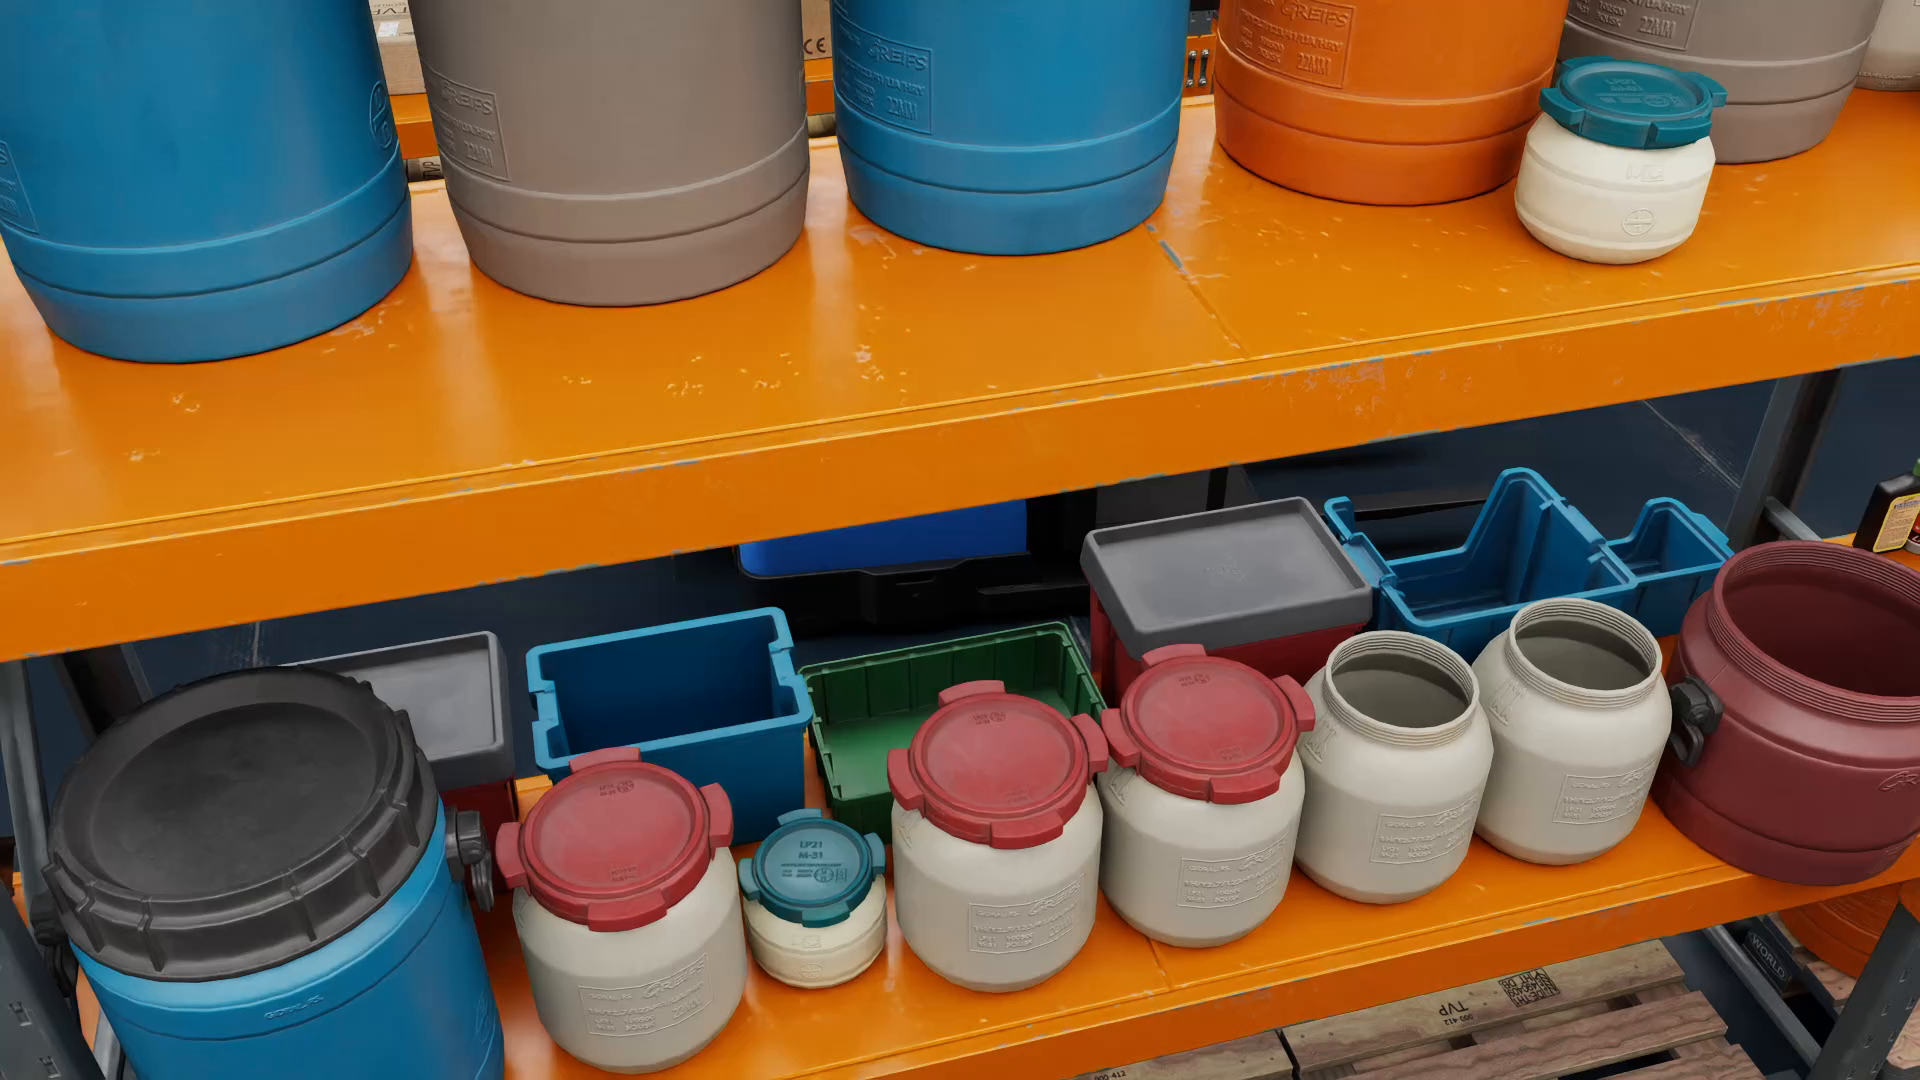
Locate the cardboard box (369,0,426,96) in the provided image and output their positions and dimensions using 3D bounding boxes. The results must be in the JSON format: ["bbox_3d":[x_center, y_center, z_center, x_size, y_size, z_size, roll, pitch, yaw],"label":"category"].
[{"bbox_3d":[-2.439,-2.139,7.201,0.500,0.250,0.500,-7,38,-9],"label":"cardboard box"}]

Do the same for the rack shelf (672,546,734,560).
[{"bbox_3d":[-1.018,-0.099,6.490,0.240,0.259,0.215,-5,38,-7],"label":"rack shelf"}]

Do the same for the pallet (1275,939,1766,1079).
[{"bbox_3d":[1.489,1.385,4.766,1.213,0.211,1.003,-9,38,-12],"label":"pallet"}]

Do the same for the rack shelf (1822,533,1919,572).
[{"bbox_3d":[4.177,0.146,4.682,4.000,0.370,1.077,-9,38,-12],"label":"rack shelf"}]

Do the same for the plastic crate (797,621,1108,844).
[{"bbox_3d":[-0.007,0.454,3.863,0.662,0.188,0.450,-9,38,-12],"label":"plastic crate"}]

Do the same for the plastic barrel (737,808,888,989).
[{"bbox_3d":[-0.297,0.746,3.420,0.301,0.262,0.301,0,37,0],"label":"plastic barrel"}]

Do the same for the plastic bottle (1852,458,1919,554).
[{"bbox_3d":[2.526,-0.091,4.496,0.133,0.283,0.061,-9,38,-12],"label":"plastic bottle"}]

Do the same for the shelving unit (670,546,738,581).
[{"bbox_3d":[-1.018,-0.328,6.315,0.252,1.050,0.215,-5,38,-7],"label":"shelving unit"}]

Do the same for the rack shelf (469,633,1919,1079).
[{"bbox_3d":[0.316,0.780,3.854,4.000,0.370,1.077,-9,38,-12],"label":"rack shelf"}]

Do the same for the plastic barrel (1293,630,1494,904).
[{"bbox_3d":[0.902,0.488,3.551,0.421,0.512,0.421,0,37,0],"label":"plastic barrel"}]

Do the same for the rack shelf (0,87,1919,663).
[{"bbox_3d":[0.316,-0.412,2.942,4.000,0.370,1.077,-9,38,-12],"label":"rack shelf"}]

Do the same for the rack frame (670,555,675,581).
[{"bbox_3d":[-1.138,-0.317,6.300,0.008,1.050,0.200,-5,38,-7],"label":"rack frame"}]

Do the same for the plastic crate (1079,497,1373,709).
[{"bbox_3d":[0.607,0.228,3.930,0.583,0.464,0.402,-9,38,-12],"label":"plastic crate"}]

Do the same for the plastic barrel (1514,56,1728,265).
[{"bbox_3d":[1.080,-0.621,2.738,0.301,0.262,0.301,0,37,0],"label":"plastic barrel"}]

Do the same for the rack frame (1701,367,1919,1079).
[{"bbox_3d":[2.247,0.177,4.049,0.127,3.000,1.000,-9,38,-12],"label":"rack frame"}]

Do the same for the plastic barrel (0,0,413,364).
[{"bbox_3d":[-1.181,-0.787,2.429,0.708,0.901,0.600,-9,38,-12],"label":"plastic barrel"}]

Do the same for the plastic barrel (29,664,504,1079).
[{"bbox_3d":[-1.163,0.728,2.916,0.708,0.901,0.600,-9,38,-12],"label":"plastic barrel"}]

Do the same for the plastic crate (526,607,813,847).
[{"bbox_3d":[-0.631,0.460,3.693,0.575,0.384,0.392,-9,38,-12],"label":"plastic crate"}]

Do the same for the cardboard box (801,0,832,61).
[{"bbox_3d":[-0.657,-2.493,7.458,0.500,0.500,0.500,-11,39,-14],"label":"cardboard box"}]

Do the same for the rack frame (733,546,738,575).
[{"bbox_3d":[-0.897,-0.340,6.330,0.008,1.050,0.200,-5,38,-7],"label":"rack frame"}]

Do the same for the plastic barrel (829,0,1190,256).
[{"bbox_3d":[0.082,-0.995,2.700,0.708,0.901,0.600,-9,38,-12],"label":"plastic barrel"}]

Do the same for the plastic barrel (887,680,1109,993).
[{"bbox_3d":[0.074,0.618,3.362,0.433,0.535,0.433,0,37,0],"label":"plastic barrel"}]

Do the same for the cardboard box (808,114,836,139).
[{"bbox_3d":[-0.621,-1.948,8.283,0.500,0.311,0.500,-10,39,-13],"label":"cardboard box"}]

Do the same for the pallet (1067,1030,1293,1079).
[{"bbox_3d":[0.313,1.576,4.516,1.213,0.211,1.003,-9,38,-12],"label":"pallet"}]

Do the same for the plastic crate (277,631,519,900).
[{"bbox_3d":[-1.227,0.529,3.537,0.583,0.464,0.402,-9,38,-12],"label":"plastic crate"}]

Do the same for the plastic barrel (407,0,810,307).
[{"bbox_3d":[-0.549,-0.891,2.565,0.600,0.901,0.600,0,37,0],"label":"plastic barrel"}]

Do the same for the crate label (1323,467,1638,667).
[{"bbox_3d":[1.217,0.162,4.040,0.616,0.435,0.502,-9,38,-12],"label":"crate label"}]

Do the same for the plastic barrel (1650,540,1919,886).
[{"bbox_3d":[1.878,0.374,3.680,0.708,0.536,0.600,-9,38,-12],"label":"plastic barrel"}]

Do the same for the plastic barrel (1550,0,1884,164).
[{"bbox_3d":[1.397,-1.210,2.982,0.600,0.901,0.600,0,37,0],"label":"plastic barrel"}]

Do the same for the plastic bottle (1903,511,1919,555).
[{"bbox_3d":[2.642,-0.066,4.531,0.097,0.201,0.097,0,37,0],"label":"plastic bottle"}]

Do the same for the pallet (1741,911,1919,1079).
[{"bbox_3d":[2.997,1.136,5.092,1.213,0.211,1.003,-9,38,-12],"label":"pallet"}]

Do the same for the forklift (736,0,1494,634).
[{"bbox_3d":[0.615,-1.222,5.935,3.031,2.935,1.130,-5,38,-7],"label":"forklift"}]

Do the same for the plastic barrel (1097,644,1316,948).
[{"bbox_3d":[0.492,0.549,3.451,0.433,0.535,0.433,0,37,0],"label":"plastic barrel"}]

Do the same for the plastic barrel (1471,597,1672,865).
[{"bbox_3d":[1.309,0.421,3.639,0.421,0.512,0.421,0,37,0],"label":"plastic barrel"}]

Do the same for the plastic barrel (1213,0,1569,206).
[{"bbox_3d":[0.766,-1.078,2.868,0.708,0.830,0.600,-9,38,-12],"label":"plastic barrel"}]

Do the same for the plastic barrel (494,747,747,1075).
[{"bbox_3d":[-0.634,0.734,3.210,0.433,0.535,0.433,0,37,0],"label":"plastic barrel"}]

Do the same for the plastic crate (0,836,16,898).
[{"bbox_3d":[-2.154,0.844,3.229,0.504,0.338,0.767,-9,38,-12],"label":"plastic crate"}]

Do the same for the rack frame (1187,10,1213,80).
[{"bbox_3d":[0.959,-2.729,7.848,0.127,3.000,1.000,-9,38,-12],"label":"rack frame"}]

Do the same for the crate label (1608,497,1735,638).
[{"bbox_3d":[1.742,0.091,4.300,0.416,0.233,0.303,-9,38,-12],"label":"crate label"}]

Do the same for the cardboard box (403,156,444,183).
[{"bbox_3d":[-2.587,-1.625,7.861,0.500,0.311,0.500,-9,38,-12],"label":"cardboard box"}]

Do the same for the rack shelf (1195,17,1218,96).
[{"bbox_3d":[2.890,-2.760,8.481,4.000,0.370,1.077,-9,38,-12],"label":"rack shelf"}]

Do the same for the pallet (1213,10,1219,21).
[{"bbox_3d":[1.595,-2.801,8.101,1.003,0.211,1.213,-9,38,-12],"label":"pallet"}]

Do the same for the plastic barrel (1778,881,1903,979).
[{"bbox_3d":[2.714,0.785,4.696,0.708,0.830,0.600,-9,38,-12],"label":"plastic barrel"}]

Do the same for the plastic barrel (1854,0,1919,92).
[{"bbox_3d":[1.867,-1.189,3.275,0.421,0.512,0.421,0,37,0],"label":"plastic barrel"}]

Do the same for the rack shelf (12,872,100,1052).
[{"bbox_3d":[-3.546,1.413,3.026,4.000,0.370,1.077,-9,38,-12],"label":"rack shelf"}]

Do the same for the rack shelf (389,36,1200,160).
[{"bbox_3d":[-0.972,-2.126,7.653,4.000,0.370,1.077,-9,38,-12],"label":"rack shelf"}]
